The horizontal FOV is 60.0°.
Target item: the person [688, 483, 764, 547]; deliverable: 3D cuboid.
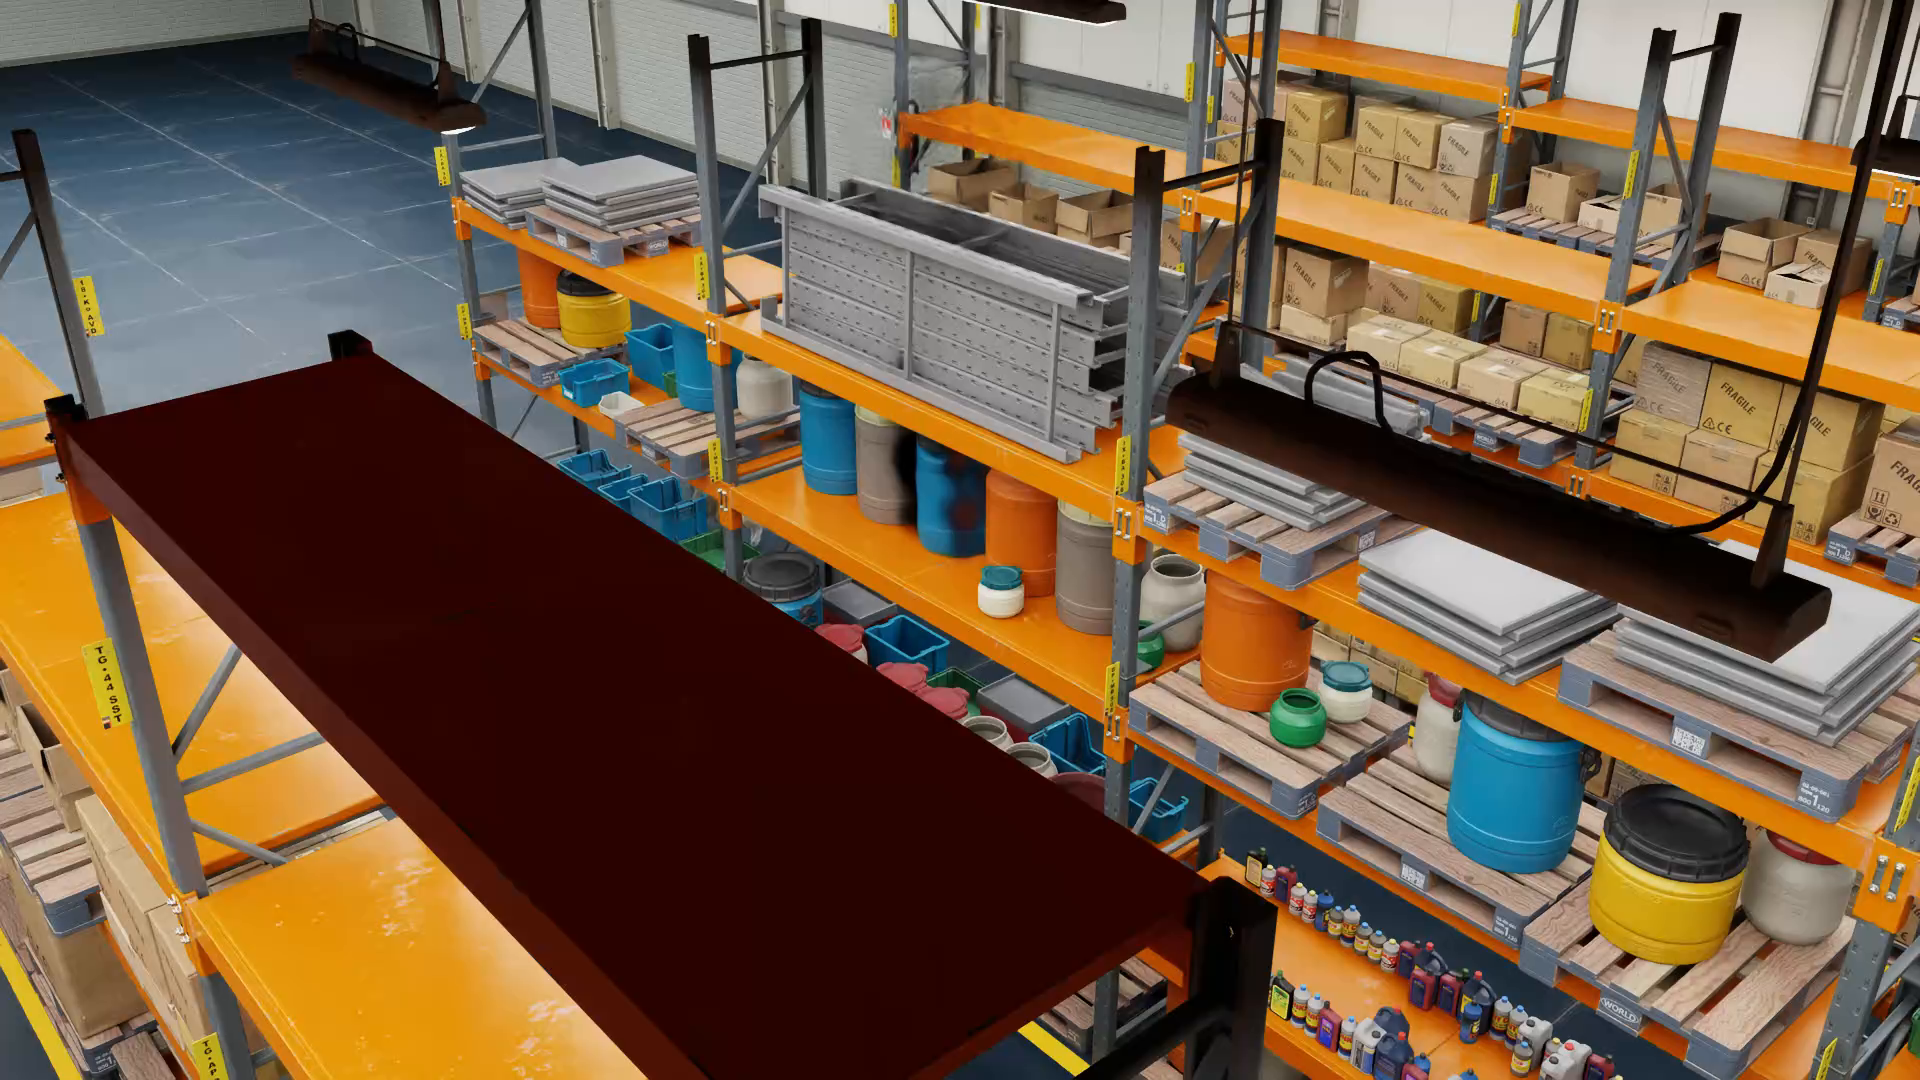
[{"bbox_3d":[-2.480,-0.552,16.824,0.945,1.709,0.665,8,28,16],"label":"person"}]
